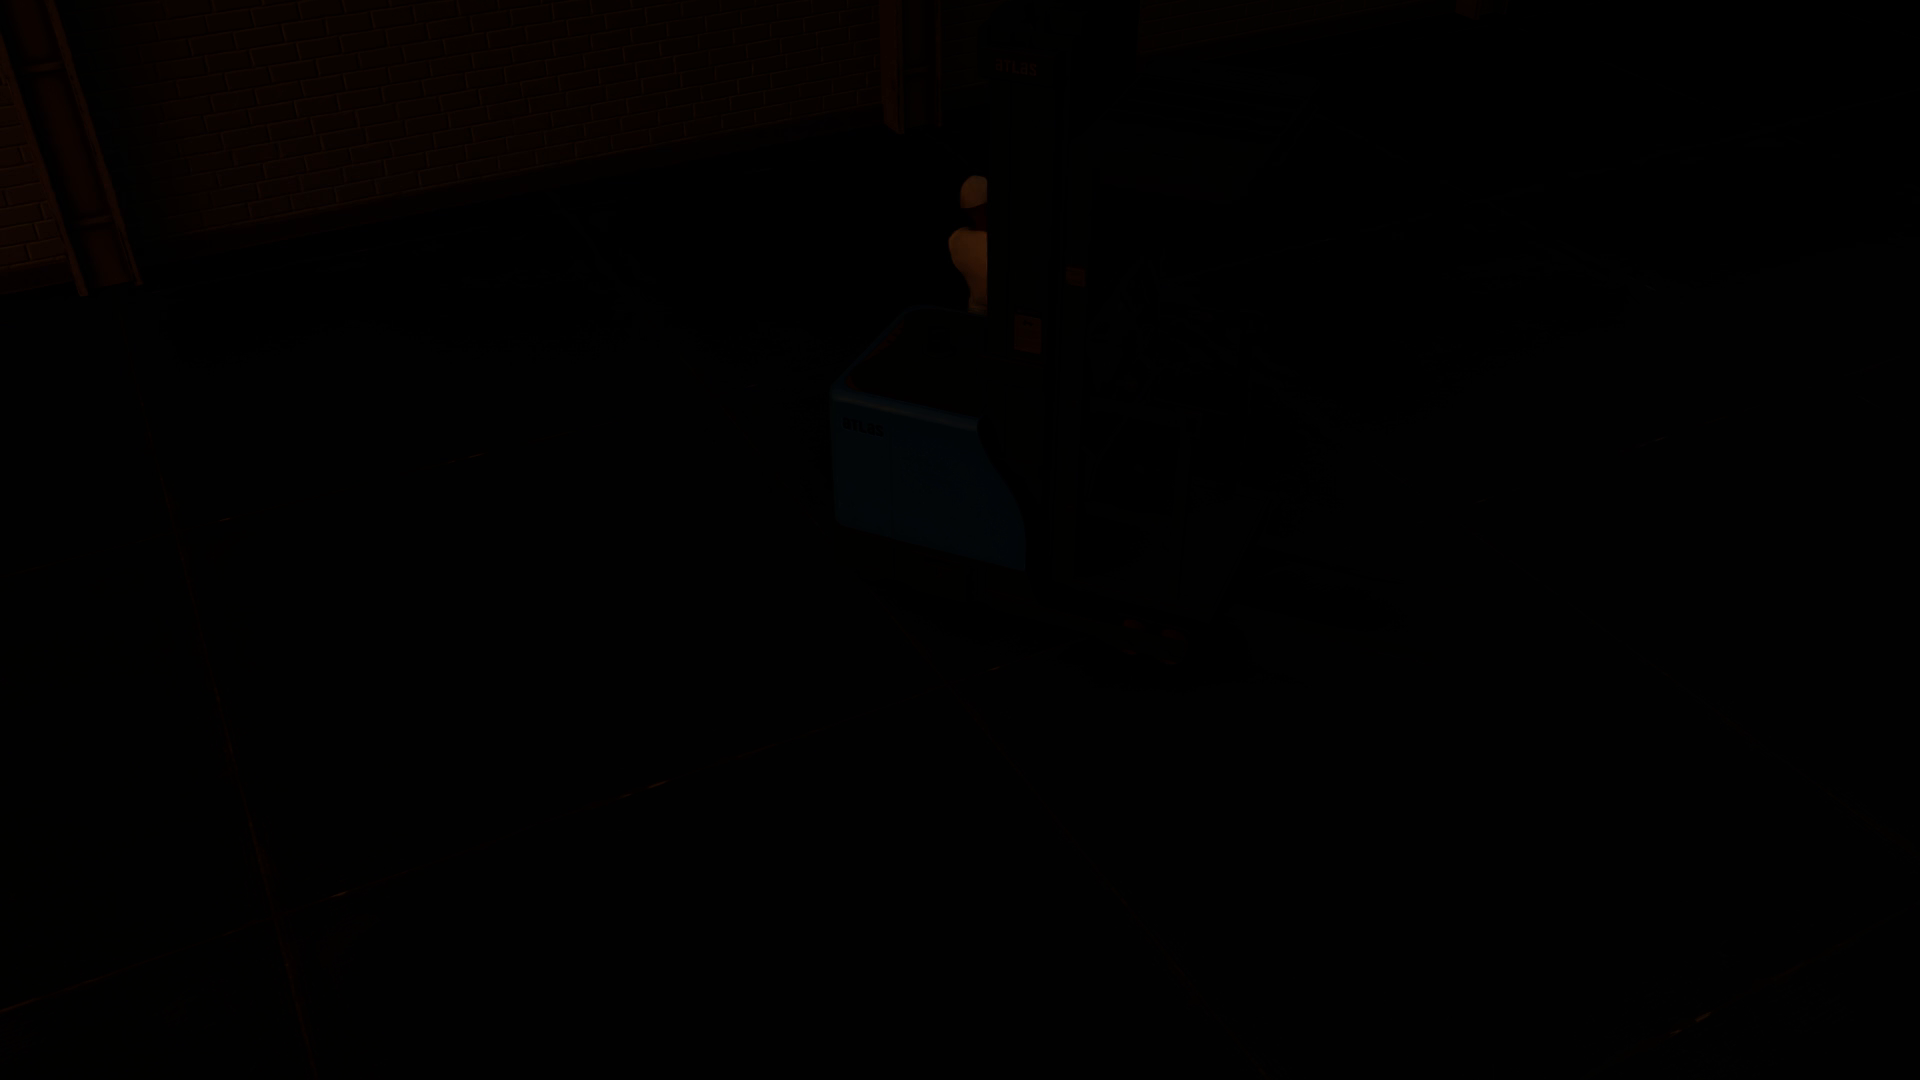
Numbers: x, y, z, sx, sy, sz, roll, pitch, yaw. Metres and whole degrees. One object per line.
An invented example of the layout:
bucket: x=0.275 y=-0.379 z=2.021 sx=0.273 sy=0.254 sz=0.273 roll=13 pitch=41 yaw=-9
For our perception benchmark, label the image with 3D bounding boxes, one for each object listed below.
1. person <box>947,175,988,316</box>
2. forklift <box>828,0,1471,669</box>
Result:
person: x=0.355 y=-1.149 z=8.855 sx=0.821 sy=1.676 sz=0.895 roll=25 pitch=42 yaw=31
forklift: x=0.927 y=-0.960 z=7.481 sx=3.031 sy=2.935 sz=1.130 roll=14 pitch=38 yaw=19
